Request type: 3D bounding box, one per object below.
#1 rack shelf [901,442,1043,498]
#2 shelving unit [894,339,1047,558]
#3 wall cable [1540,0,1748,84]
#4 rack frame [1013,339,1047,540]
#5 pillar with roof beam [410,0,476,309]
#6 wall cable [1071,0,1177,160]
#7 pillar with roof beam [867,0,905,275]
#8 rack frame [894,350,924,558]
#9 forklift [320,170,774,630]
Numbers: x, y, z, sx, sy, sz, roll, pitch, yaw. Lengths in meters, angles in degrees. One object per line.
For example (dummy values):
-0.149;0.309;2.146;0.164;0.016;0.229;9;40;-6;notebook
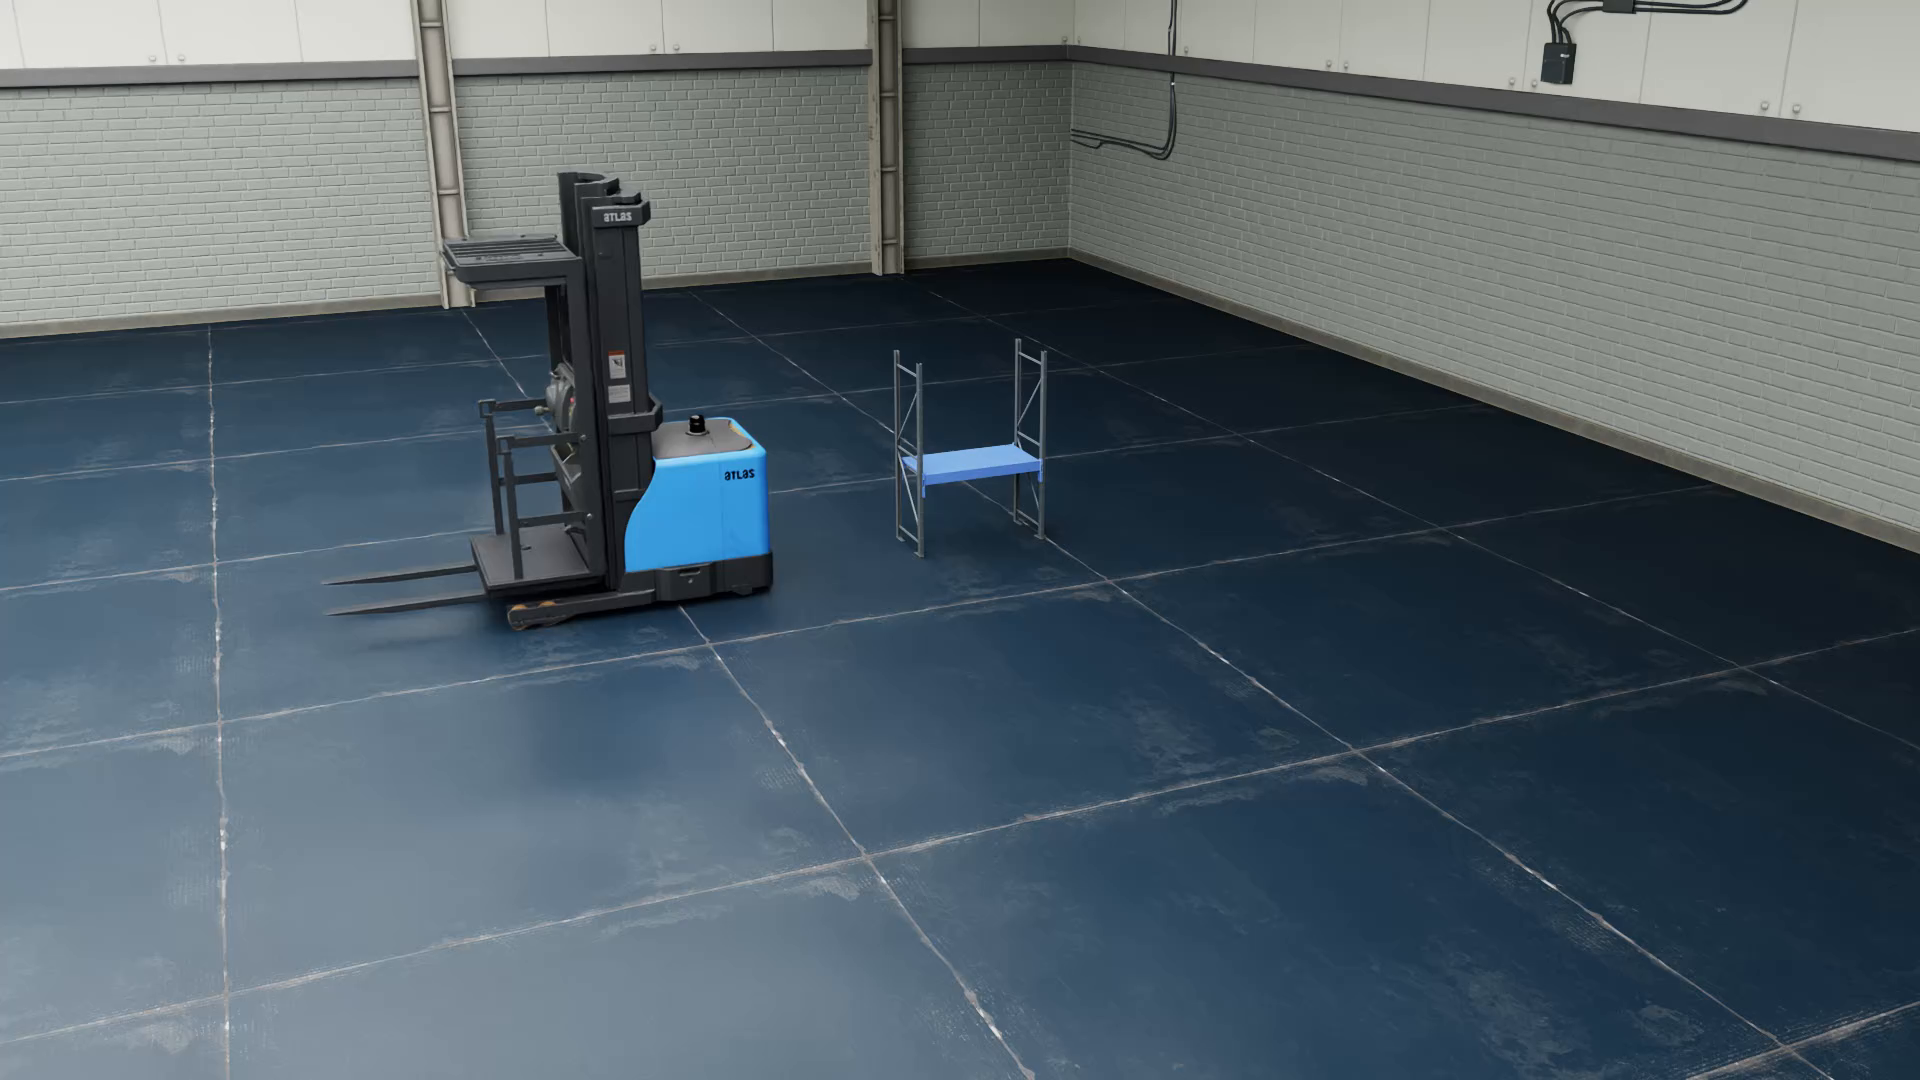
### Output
0.078;-0.549;12.865;1.000;0.185;0.538;-8;21;-22;rack shelf
0.078;-0.719;12.805;1.048;1.500;0.538;-8;21;-22;shelving unit
5.937;-6.787;13.628;0.169;6.003;2.305;-8;21;-22;wall cable
0.545;-0.786;12.995;0.032;1.500;0.500;-8;21;-22;rack frame
-4.842;-5.994;16.495;0.400;9.000;9.100;-8;21;-22;pillar with roof beam
2.191;-6.615;22.937;0.112;2.526;3.097;-8;21;-22;wall cable
0.667;-6.783;18.737;0.400;9.000;9.100;-8;21;-22;pillar with roof beam
-0.388;-0.652;12.615;0.032;1.500;0.500;-8;21;-22;rack frame
-2.909;-0.970;11.363;3.031;2.935;1.130;-8;21;-20;forklift
